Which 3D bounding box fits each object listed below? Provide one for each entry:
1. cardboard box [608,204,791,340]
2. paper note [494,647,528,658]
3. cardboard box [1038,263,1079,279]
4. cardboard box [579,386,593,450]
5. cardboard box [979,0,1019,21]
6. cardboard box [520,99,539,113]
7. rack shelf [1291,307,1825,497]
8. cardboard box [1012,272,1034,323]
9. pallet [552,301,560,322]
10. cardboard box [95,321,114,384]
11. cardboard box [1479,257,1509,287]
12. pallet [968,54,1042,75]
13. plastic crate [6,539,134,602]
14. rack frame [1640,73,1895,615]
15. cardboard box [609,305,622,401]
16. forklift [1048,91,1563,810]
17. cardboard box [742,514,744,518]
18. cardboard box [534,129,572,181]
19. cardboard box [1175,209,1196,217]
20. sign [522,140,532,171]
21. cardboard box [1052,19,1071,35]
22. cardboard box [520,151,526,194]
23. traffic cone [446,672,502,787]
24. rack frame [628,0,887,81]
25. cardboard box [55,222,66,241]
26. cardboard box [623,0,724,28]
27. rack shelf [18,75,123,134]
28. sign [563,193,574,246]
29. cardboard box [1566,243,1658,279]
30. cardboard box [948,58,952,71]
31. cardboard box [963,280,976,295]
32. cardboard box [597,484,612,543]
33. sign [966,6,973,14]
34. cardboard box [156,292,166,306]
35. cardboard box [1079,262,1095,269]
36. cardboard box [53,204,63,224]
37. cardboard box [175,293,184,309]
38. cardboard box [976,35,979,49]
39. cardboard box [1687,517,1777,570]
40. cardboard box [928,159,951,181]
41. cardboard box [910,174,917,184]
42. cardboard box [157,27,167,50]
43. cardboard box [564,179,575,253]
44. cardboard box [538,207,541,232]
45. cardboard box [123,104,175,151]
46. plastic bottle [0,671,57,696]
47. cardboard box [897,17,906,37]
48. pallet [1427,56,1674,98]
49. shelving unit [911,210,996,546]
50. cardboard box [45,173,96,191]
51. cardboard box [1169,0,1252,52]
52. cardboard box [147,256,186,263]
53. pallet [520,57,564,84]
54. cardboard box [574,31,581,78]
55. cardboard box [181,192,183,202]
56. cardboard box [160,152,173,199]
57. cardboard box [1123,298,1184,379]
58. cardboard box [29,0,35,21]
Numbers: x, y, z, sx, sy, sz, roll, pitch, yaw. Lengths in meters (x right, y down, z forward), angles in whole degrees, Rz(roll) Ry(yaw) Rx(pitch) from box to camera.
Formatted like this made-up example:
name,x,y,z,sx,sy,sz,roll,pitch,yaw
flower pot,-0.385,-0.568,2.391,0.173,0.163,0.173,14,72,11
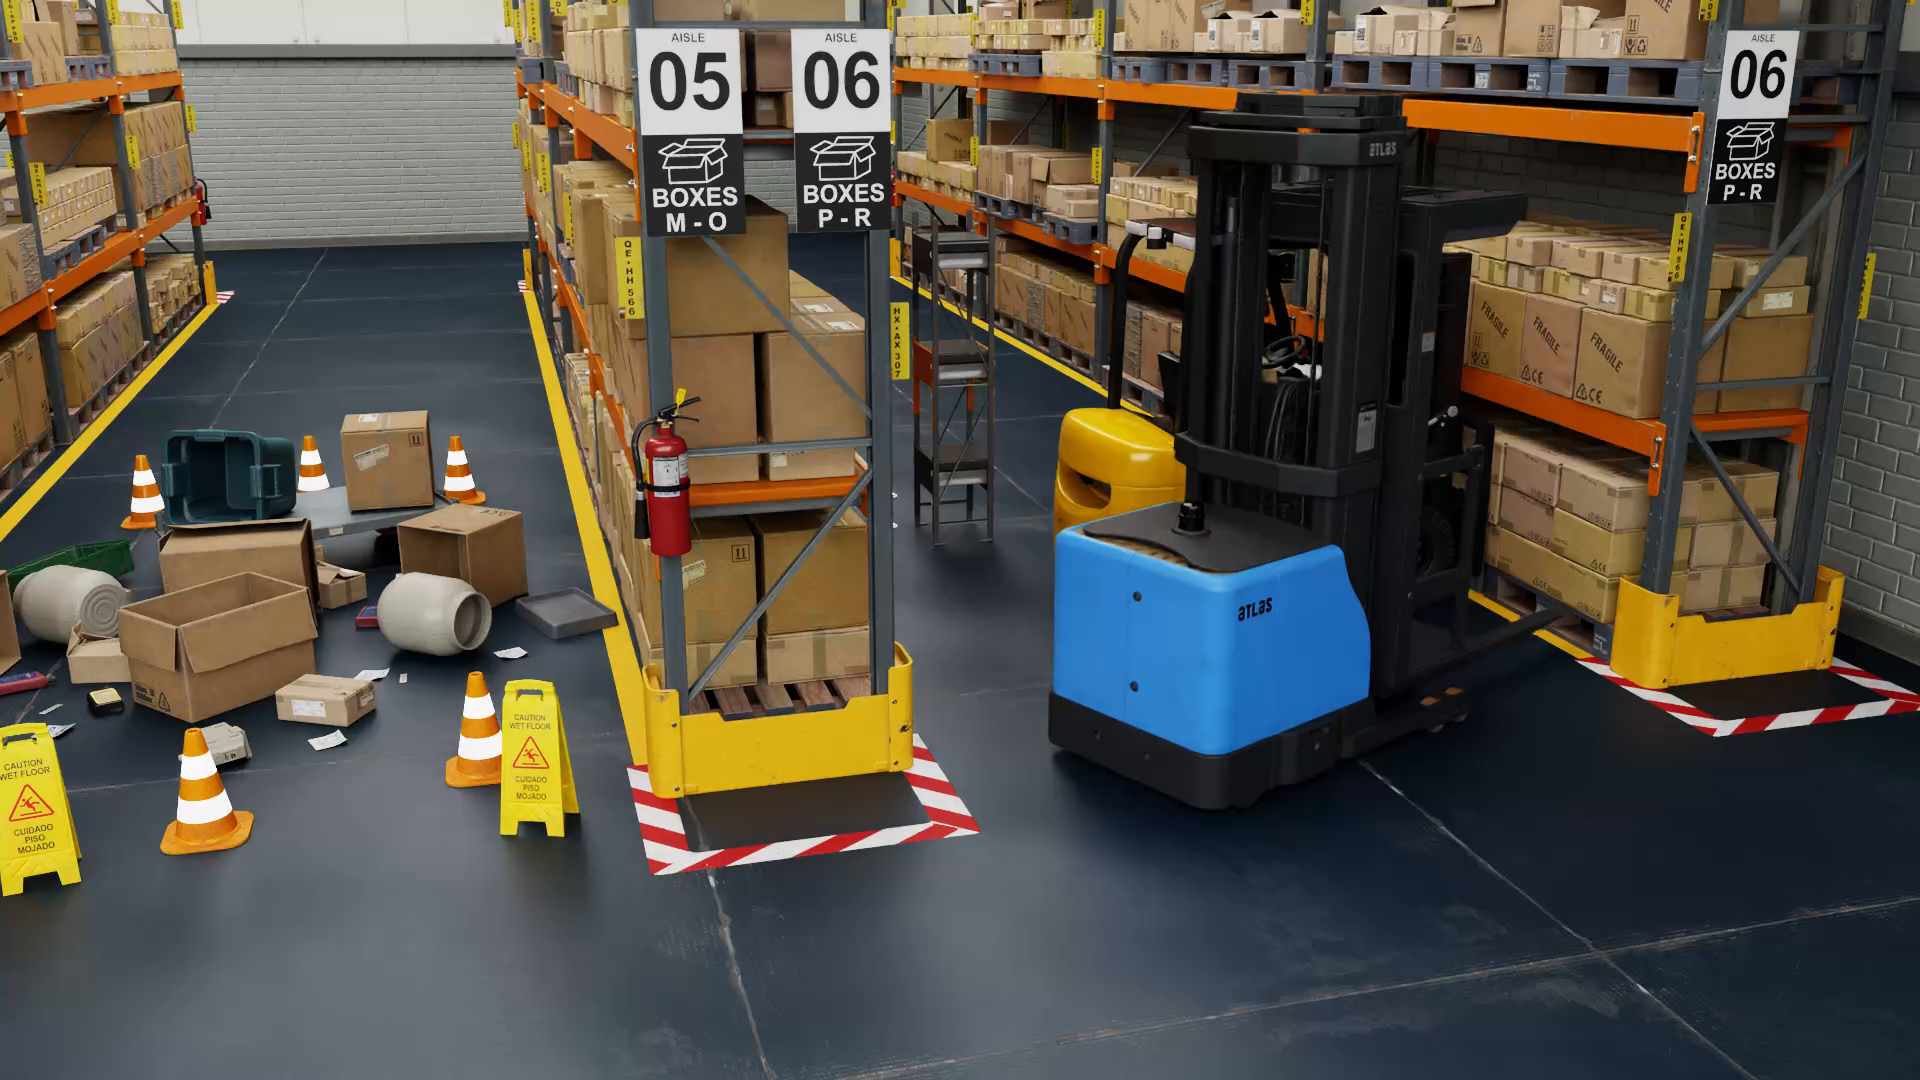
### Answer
name,x,y,z,sx,sy,sz,roll,pitch,yaw
cardboard box,-1.136,-1.176,7.225,0.700,0.500,0.500,-5,17,-17
paper note,-2.401,0.600,8.901,0.142,0.019,0.148,-12,20,-34
cardboard box,1.053,-2.861,17.752,0.380,0.149,0.250,-5,17,-15
cardboard box,-2.425,-0.968,12.797,0.950,0.372,0.625,-4,17,-13
cardboard box,0.436,-5.891,18.431,0.396,0.266,0.258,-5,17,-16
cardboard box,-5.249,-5.378,20.603,0.380,0.149,0.250,-4,17,-14
rack shelf,3.437,-0.985,10.268,1.077,0.370,4.000,-5,17,-15
cardboard box,0.894,-2.663,18.219,0.500,0.500,0.500,-5,17,-17
pallet,-4.217,-2.583,19.185,1.003,0.211,1.213,-5,17,-15
cardboard box,-7.952,-1.677,14.935,0.500,0.500,0.500,-5,17,-17
cardboard box,3.246,-1.562,9.635,0.380,0.149,0.250,-5,17,-15
pallet,0.800,-5.256,18.349,1.213,0.211,1.003,-5,17,-15
plastic crate,-5.309,0.194,9.881,0.450,0.188,0.662,-6,15,16
rack frame,3.986,-0.776,8.323,1.000,3.000,0.127,-5,17,-15
cardboard box,-1.467,-0.979,8.307,0.500,0.500,0.500,-5,17,-16
forklift,1.855,-0.592,7.828,3.031,2.935,1.130,-14,22,-38
cardboard box,-0.896,-0.022,8.558,0.500,0.500,0.500,-5,18,-17
cardboard box,-3.937,-3.807,16.500,0.500,0.500,0.500,-5,17,-17
cardboard box,2.102,-2.591,13.754,0.500,0.250,0.500,-4,17,-14
sign,-4.616,-4.110,17.780,0.100,0.325,0.005,-5,17,-15
cardboard box,1.124,-5.048,16.381,0.380,0.149,0.250,-5,17,-16
cardboard box,-5.326,-4.701,21.215,0.500,0.500,0.500,-5,17,-16
traffic cone,-2.144,0.815,7.434,0.336,0.463,0.334,-5,17,-15
rack frame,-0.785,-3.256,6.150,1.000,3.000,0.127,-5,17,-15
cardboard box,-7.868,-2.620,14.168,0.380,0.149,0.250,-4,17,-13
cardboard box,-1.162,-2.151,6.737,0.380,0.149,0.250,-5,17,-15
rack shelf,-8.265,-3.822,14.497,1.077,0.370,4.000,-5,17,-15
sign,-2.417,-1.999,10.380,0.100,0.325,0.005,-5,17,-15
cardboard box,3.490,-1.496,8.899,0.380,0.149,0.250,-4,17,-14
cardboard box,0.068,-5.776,20.188,0.380,0.149,0.250,-4,17,-13
cardboard box,0.253,-3.062,20.158,0.380,0.149,0.250,-5,18,-17
cardboard box,-1.982,-0.189,10.417,0.500,0.250,0.500,-6,18,-18
sign,0.128,-7.101,22.625,0.100,0.325,0.005,-5,17,-15
cardboard box,-8.988,-2.667,18.325,0.380,0.149,0.250,-4,17,-13
cardboard box,1.504,-2.904,17.894,0.380,0.149,0.250,-5,18,-17
cardboard box,-7.878,-2.768,14.141,0.380,0.149,0.250,-5,17,-15
cardboard box,-9.144,-2.743,19.095,0.380,0.149,0.250,-4,17,-14
cardboard box,0.388,-5.547,18.523,0.380,0.149,0.250,-4,17,-14
cardboard box,4.057,-0.047,9.074,0.500,0.250,0.500,-4,17,-14
cardboard box,-0.103,-4.707,21.151,0.500,0.250,0.500,-5,17,-17
cardboard box,-0.470,-4.903,22.496,0.380,0.149,0.250,-4,17,-14
cardboard box,-9.401,-5.745,19.041,0.500,0.250,0.500,-5,17,-17
cardboard box,-2.650,-2.416,12.359,0.500,0.500,0.500,-5,18,-17
cardboard box,-3.947,-3.202,16.658,0.500,0.250,0.500,-5,17,-16
cardboard box,-9.258,-4.668,18.851,0.500,0.500,0.500,-4,17,-12
plastic bottle,-4.753,0.723,8.440,0.283,0.061,0.133,-12,20,-34
cardboard box,-0.530,-6.806,22.057,0.500,0.250,0.500,-5,17,-16
pallet,3.478,-2.706,9.687,1.003,0.211,1.213,-5,17,-15
shelving unit,-0.045,-1.051,10.802,0.431,2.100,0.503,-5,17,-15
cardboard box,-8.301,-3.335,15.512,0.380,0.149,0.250,-5,17,-15
cardboard box,2.032,-4.222,13.500,0.500,0.500,0.500,-4,17,-14
cardboard box,-9.511,-3.310,19.947,0.380,0.149,0.250,-4,17,-14
pallet,-3.212,-4.116,14.554,1.213,0.211,1.003,-4,17,-13
cardboard box,-1.876,-2.711,9.294,0.500,0.250,0.500,-5,17,-16
cardboard box,-9.437,-4.061,19.695,0.380,0.149,0.250,-5,17,-16
cardboard box,-9.131,-4.055,18.545,0.500,0.500,0.500,-4,17,-12
cardboard box,1.946,-1.879,15.393,0.875,0.625,0.625,-4,17,-13
cardboard box,-7.811,-4.371,13.572,0.396,0.266,0.258,-5,17,-15
